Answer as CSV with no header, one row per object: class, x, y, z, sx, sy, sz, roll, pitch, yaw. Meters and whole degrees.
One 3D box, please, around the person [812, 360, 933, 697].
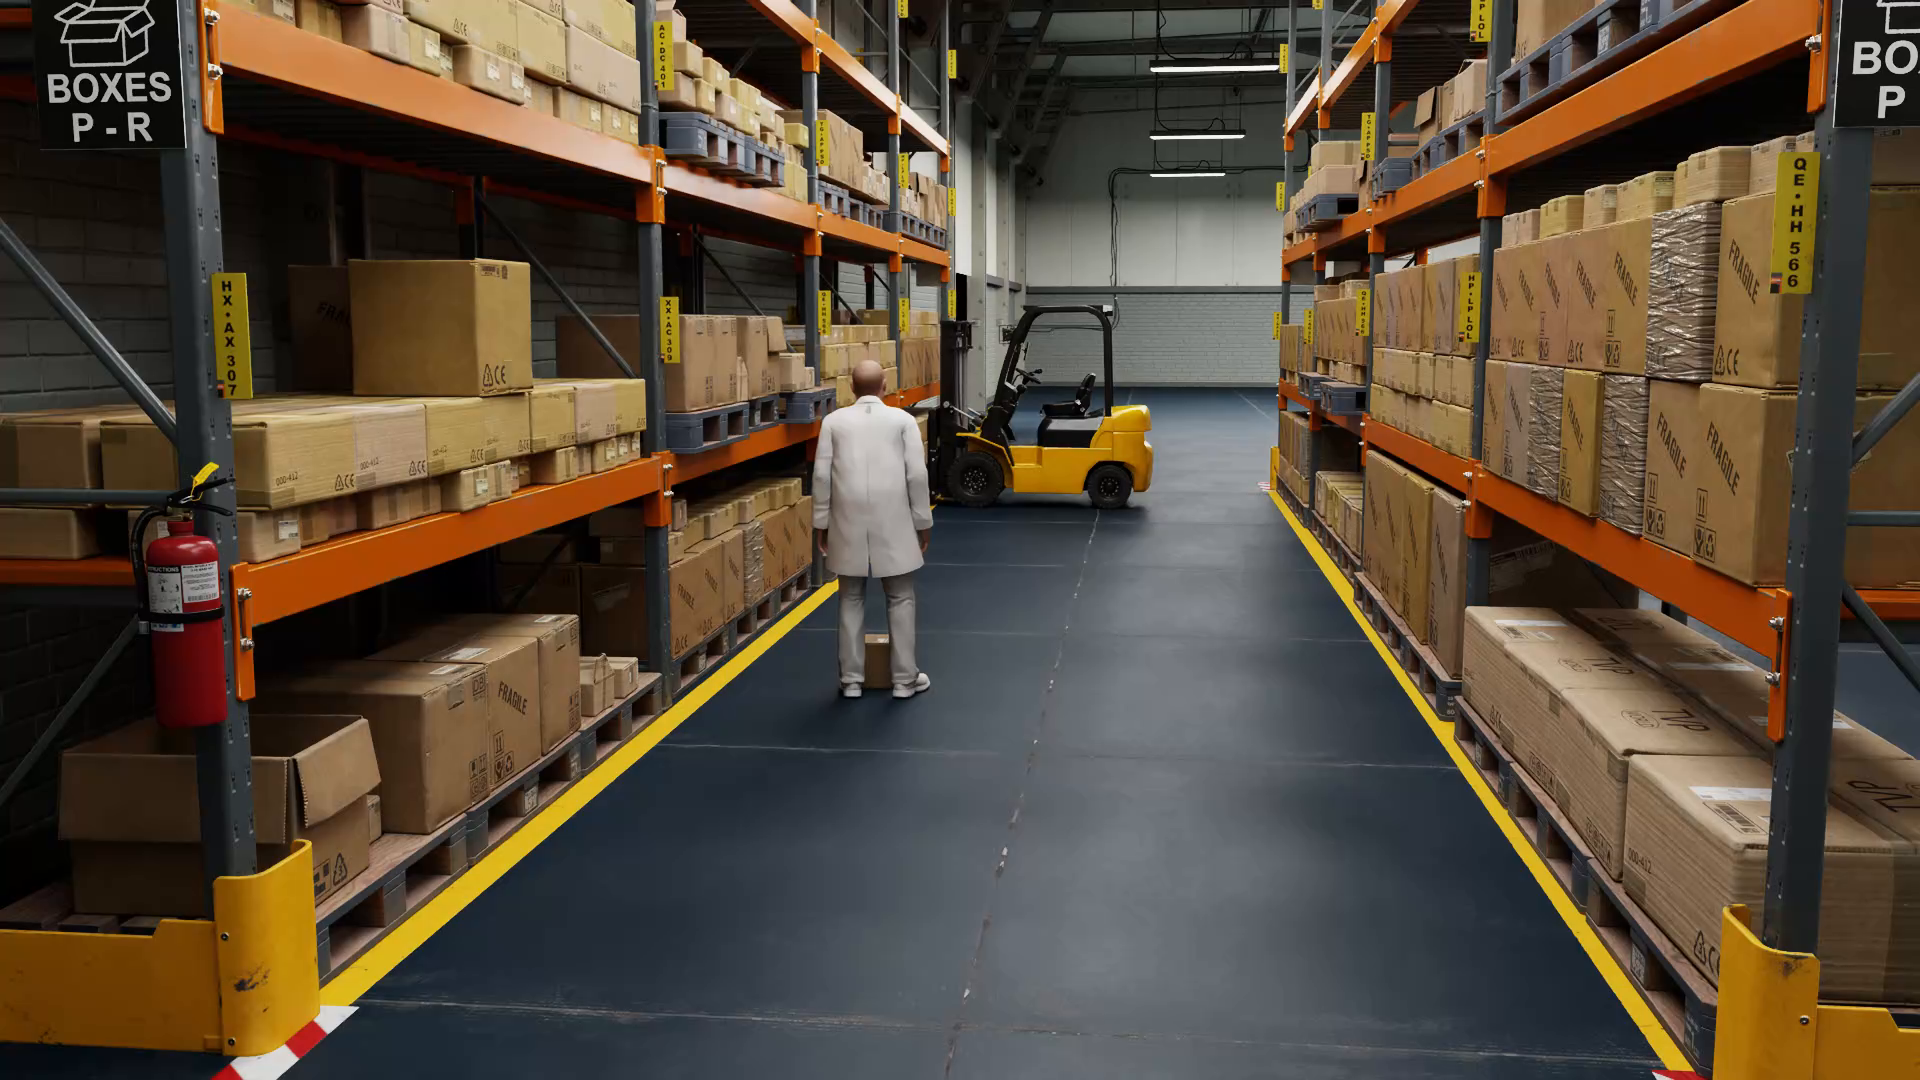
person,-0.464,-0.060,8.803,0.648,1.774,0.421,1,7,4
